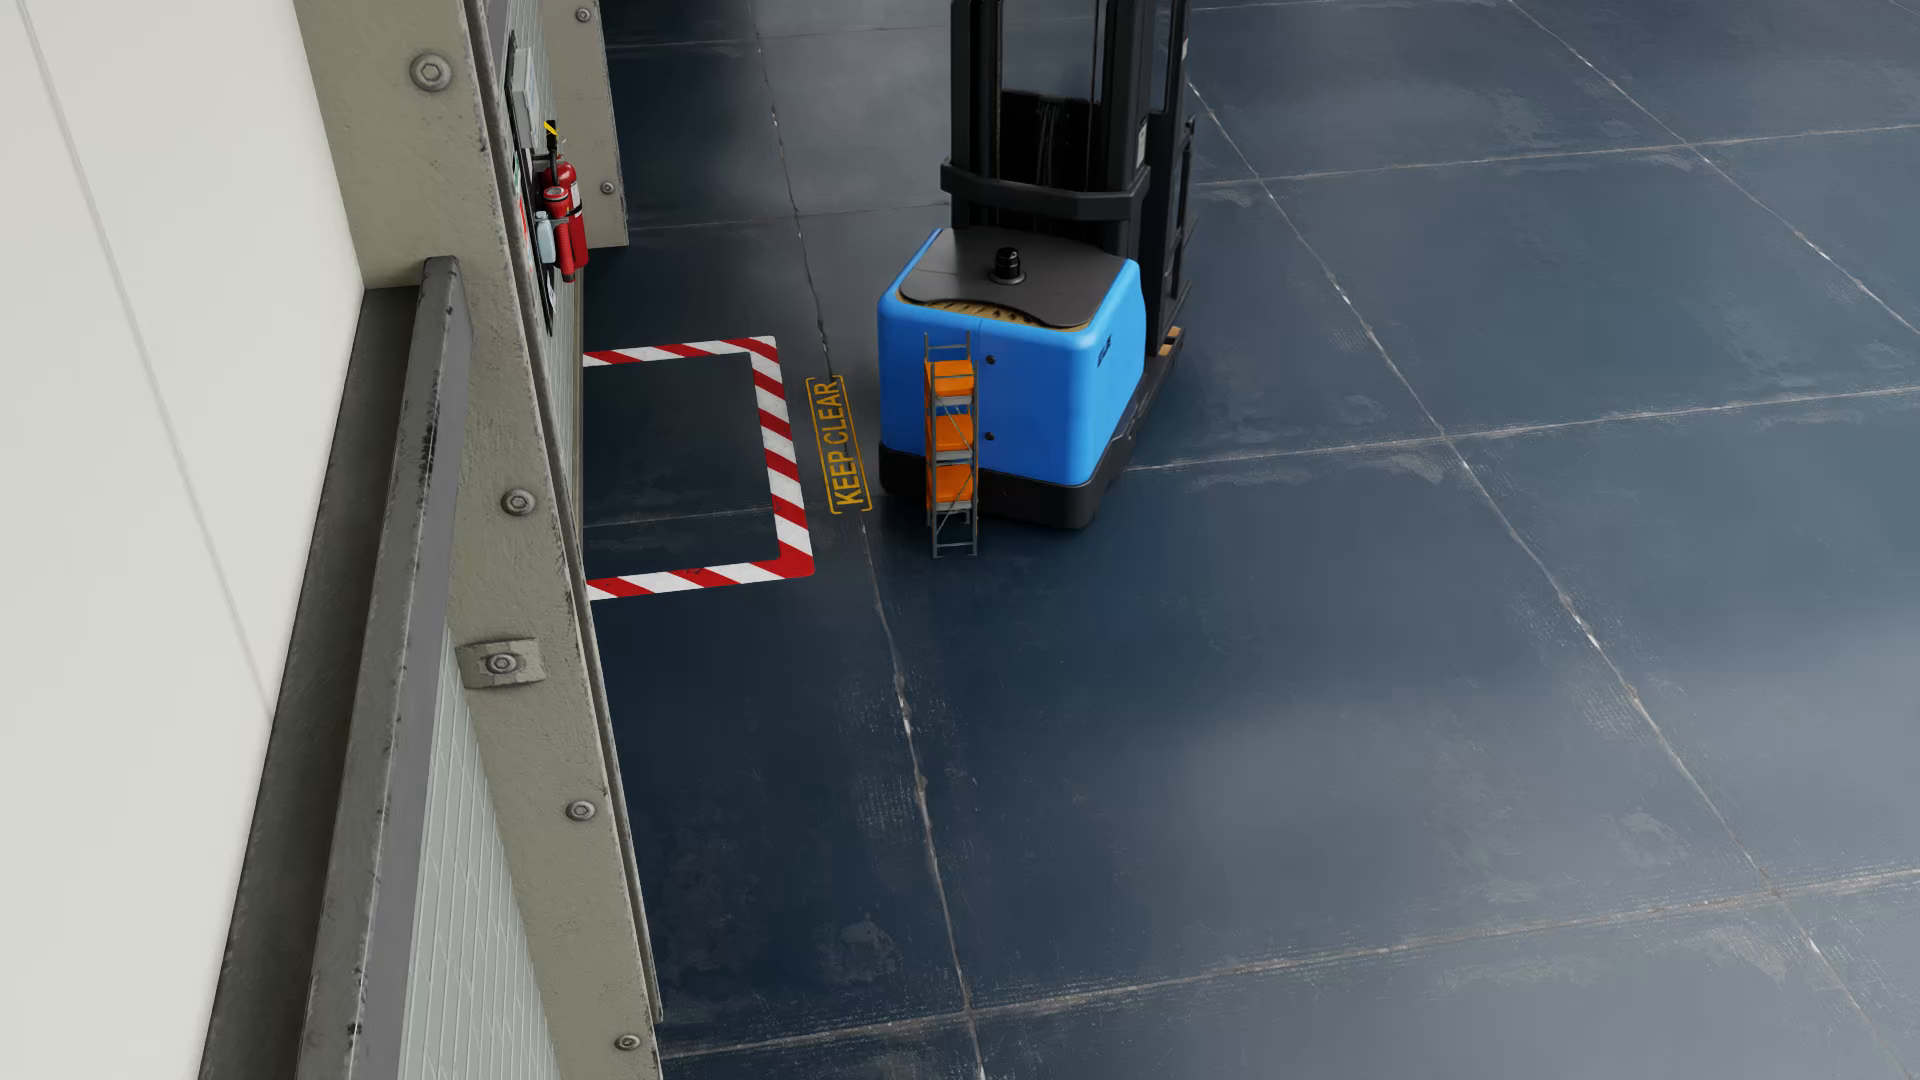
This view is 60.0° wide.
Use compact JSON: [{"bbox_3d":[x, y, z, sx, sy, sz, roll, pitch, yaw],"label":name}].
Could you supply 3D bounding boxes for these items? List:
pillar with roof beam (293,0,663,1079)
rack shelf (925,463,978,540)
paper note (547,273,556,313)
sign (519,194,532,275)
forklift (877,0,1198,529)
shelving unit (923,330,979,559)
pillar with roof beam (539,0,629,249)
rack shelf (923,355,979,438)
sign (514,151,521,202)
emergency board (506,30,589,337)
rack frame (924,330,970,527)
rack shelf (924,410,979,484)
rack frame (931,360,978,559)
[{"bbox_3d":[3.103,-2.277,3.346,9.100,9.000,0.400,-6,38,-8],"label":"pillar with roof beam"},{"bbox_3d":[-0.039,-0.183,7.599,0.215,0.259,0.240,-4,38,-6],"label":"rack shelf"},{"bbox_3d":[-1.829,-1.110,7.452,0.016,0.148,0.142,-6,38,-8],"label":"paper note"},{"bbox_3d":[-1.796,-1.242,6.874,0.001,0.329,0.234,-6,38,-8],"label":"sign"},{"bbox_3d":[0.586,-2.115,8.083,1.130,2.935,3.031,12,40,15],"label":"forklift"},{"bbox_3d":[-0.039,-0.410,7.422,0.215,1.050,0.252,-4,38,-6],"label":"shelving unit"},{"bbox_3d":[2.051,-5.901,8.011,9.100,9.000,0.400,-6,38,-8],"label":"pillar with roof beam"},{"bbox_3d":[-0.039,-0.626,7.255,0.215,0.259,0.240,-4,38,-6],"label":"rack shelf"},{"bbox_3d":[-1.788,-1.455,6.716,0.001,0.109,0.331,-6,38,-8],"label":"sign"},{"bbox_3d":[-1.792,-1.573,7.329,0.194,1.169,0.643,-6,38,-8],"label":"emergency board"},{"bbox_3d":[-0.054,-0.485,7.518,0.200,1.050,0.008,-4,38,-6],"label":"rack frame"},{"bbox_3d":[-0.039,-0.402,7.429,0.215,0.259,0.240,-4,38,-6],"label":"rack shelf"},{"bbox_3d":[-0.024,-0.336,7.327,0.200,1.050,0.008,-4,38,-6],"label":"rack frame"}]
